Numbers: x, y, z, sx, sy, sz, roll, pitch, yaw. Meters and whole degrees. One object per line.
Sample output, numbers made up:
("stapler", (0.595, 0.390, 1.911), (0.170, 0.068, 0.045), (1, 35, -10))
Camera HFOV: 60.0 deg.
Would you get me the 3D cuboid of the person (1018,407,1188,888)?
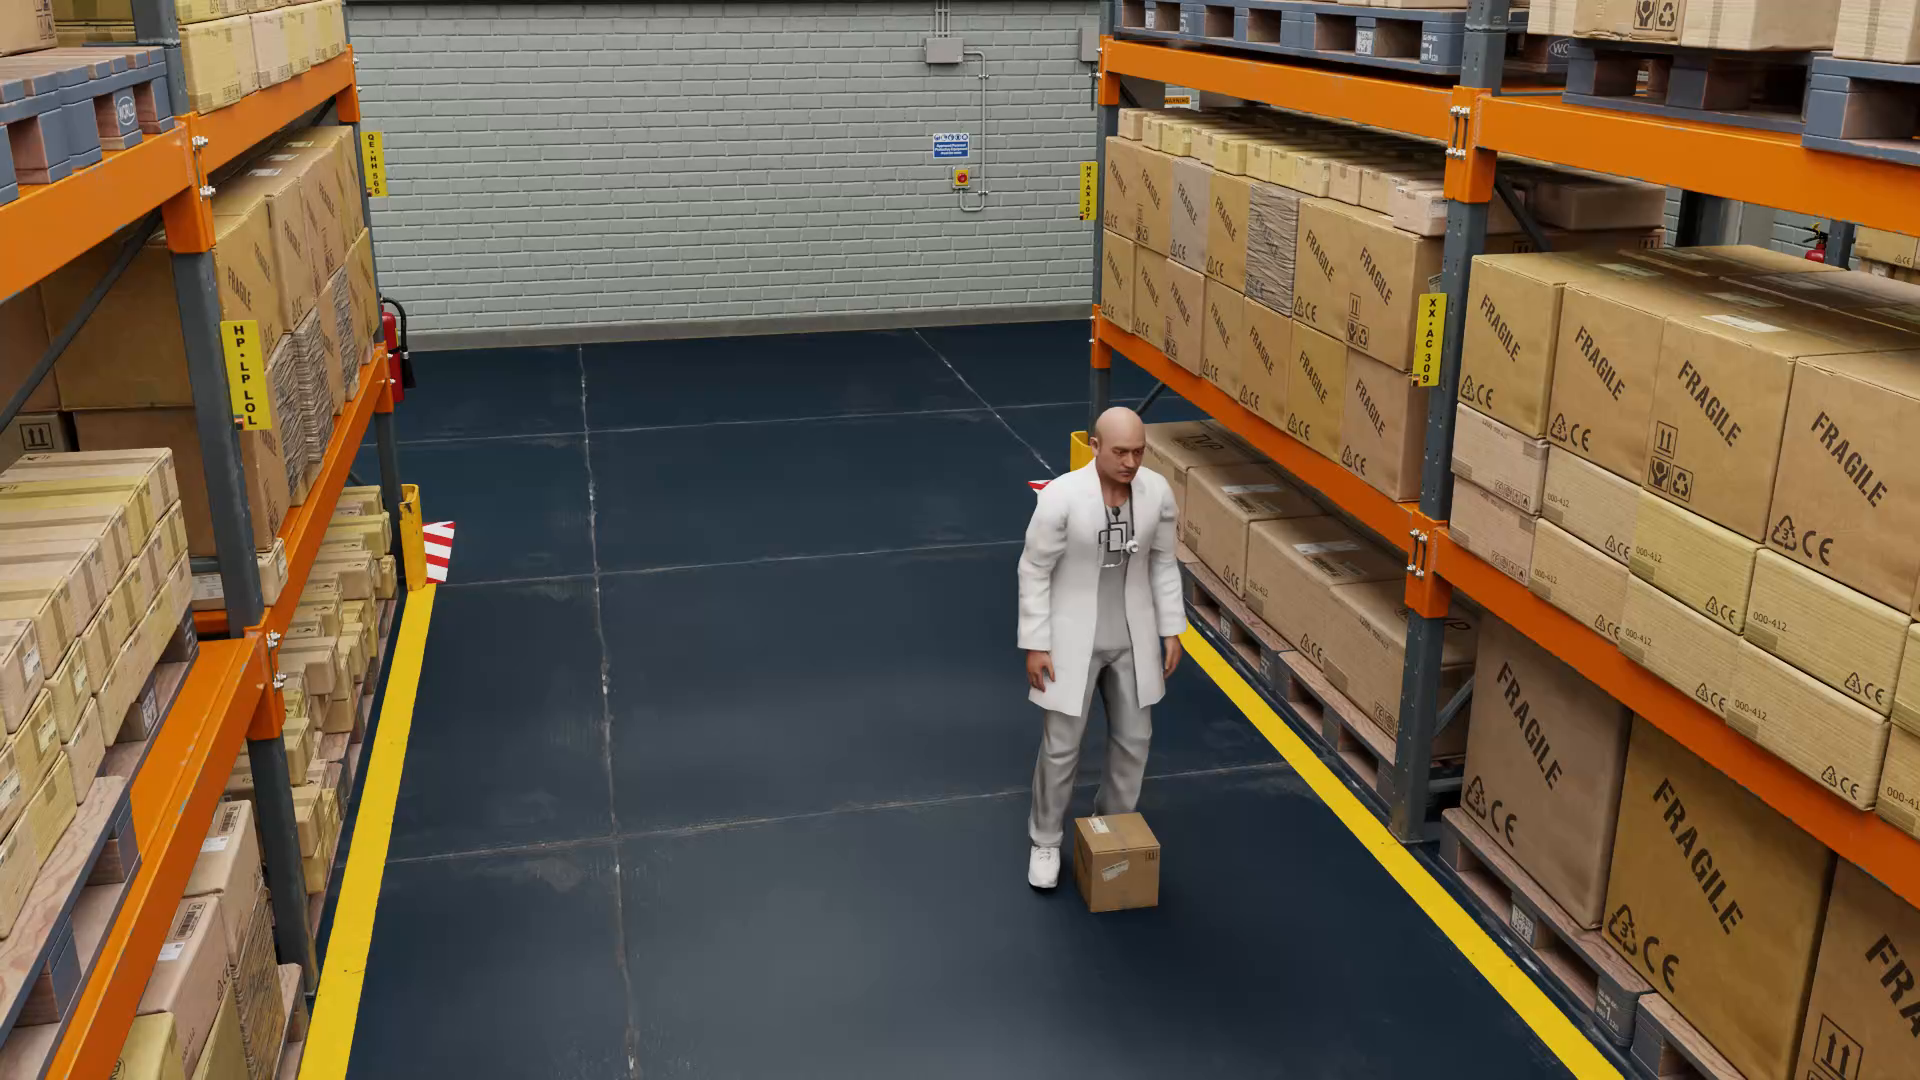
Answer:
("person", (0.513, 0.373, 6.029), (0.642, 1.774, 0.423), (-6, 20, -15))
